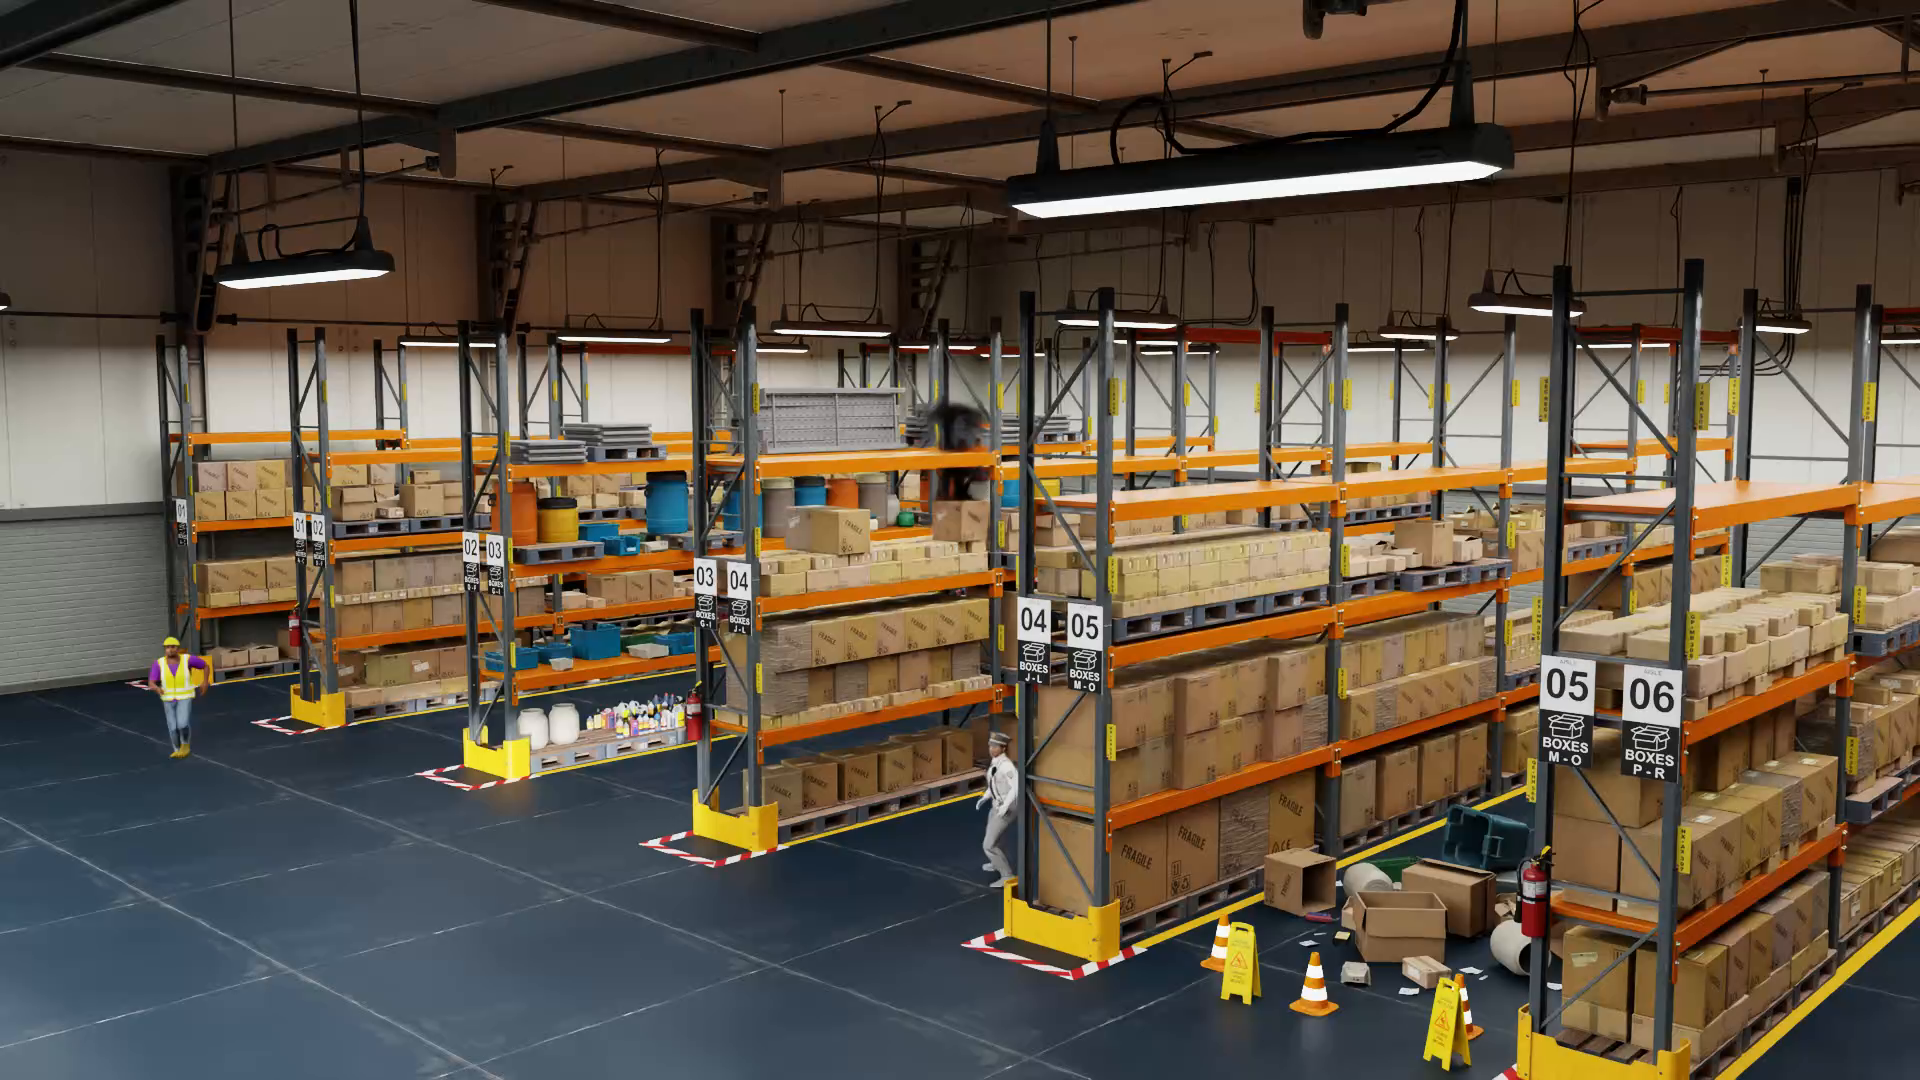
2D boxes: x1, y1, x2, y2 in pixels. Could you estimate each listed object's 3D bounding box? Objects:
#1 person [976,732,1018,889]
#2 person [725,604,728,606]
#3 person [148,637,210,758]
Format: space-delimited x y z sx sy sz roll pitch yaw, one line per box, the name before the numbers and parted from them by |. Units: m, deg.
person | 0.389 2.761 17.258 0.448 1.622 0.895 -1 5 -8
person | -4.831 0.980 35.081 0.595 1.827 0.868 5 7 41
person | -10.649 2.163 22.647 0.701 1.711 0.796 -1 5 -11
